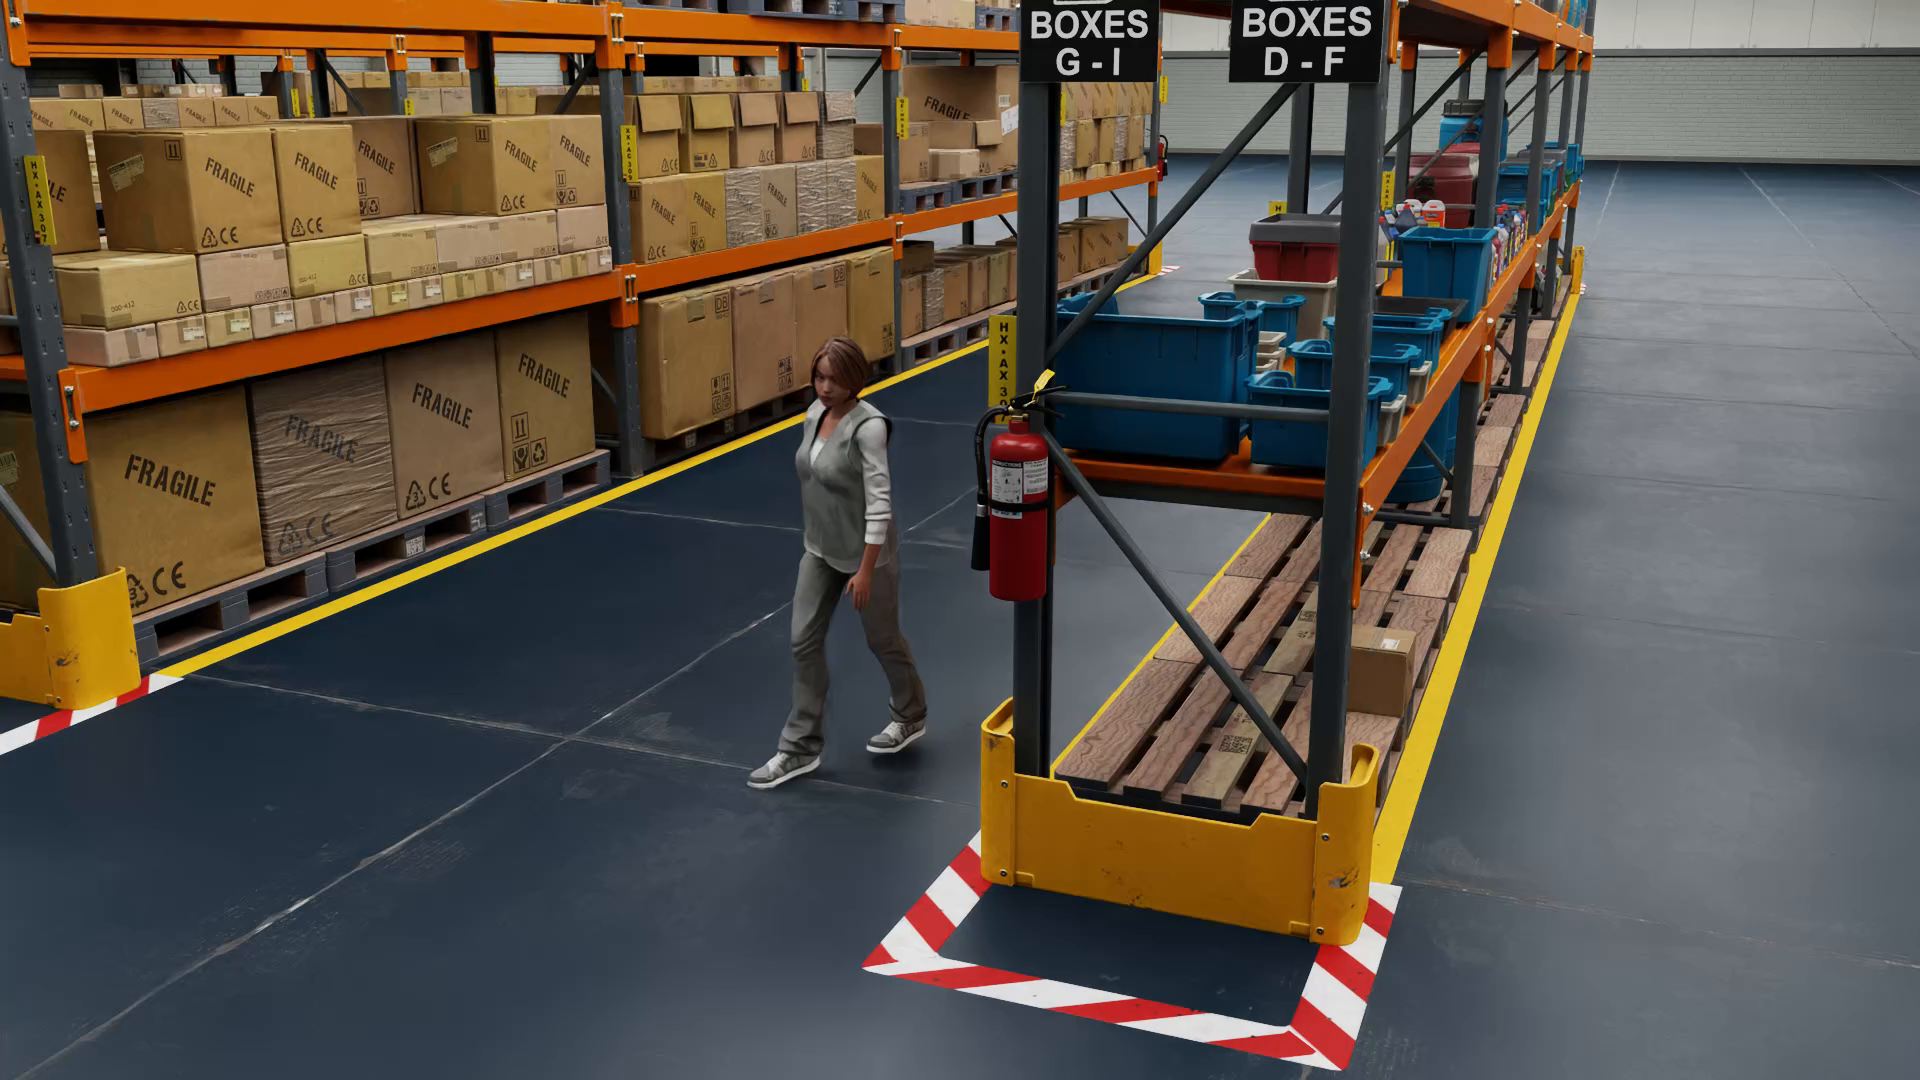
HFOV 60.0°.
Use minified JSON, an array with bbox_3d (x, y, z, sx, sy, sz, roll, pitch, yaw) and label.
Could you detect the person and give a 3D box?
[{"bbox_3d":[-0.376,0.070,5.810,0.466,1.594,0.722,14,21,41],"label":"person"}]
